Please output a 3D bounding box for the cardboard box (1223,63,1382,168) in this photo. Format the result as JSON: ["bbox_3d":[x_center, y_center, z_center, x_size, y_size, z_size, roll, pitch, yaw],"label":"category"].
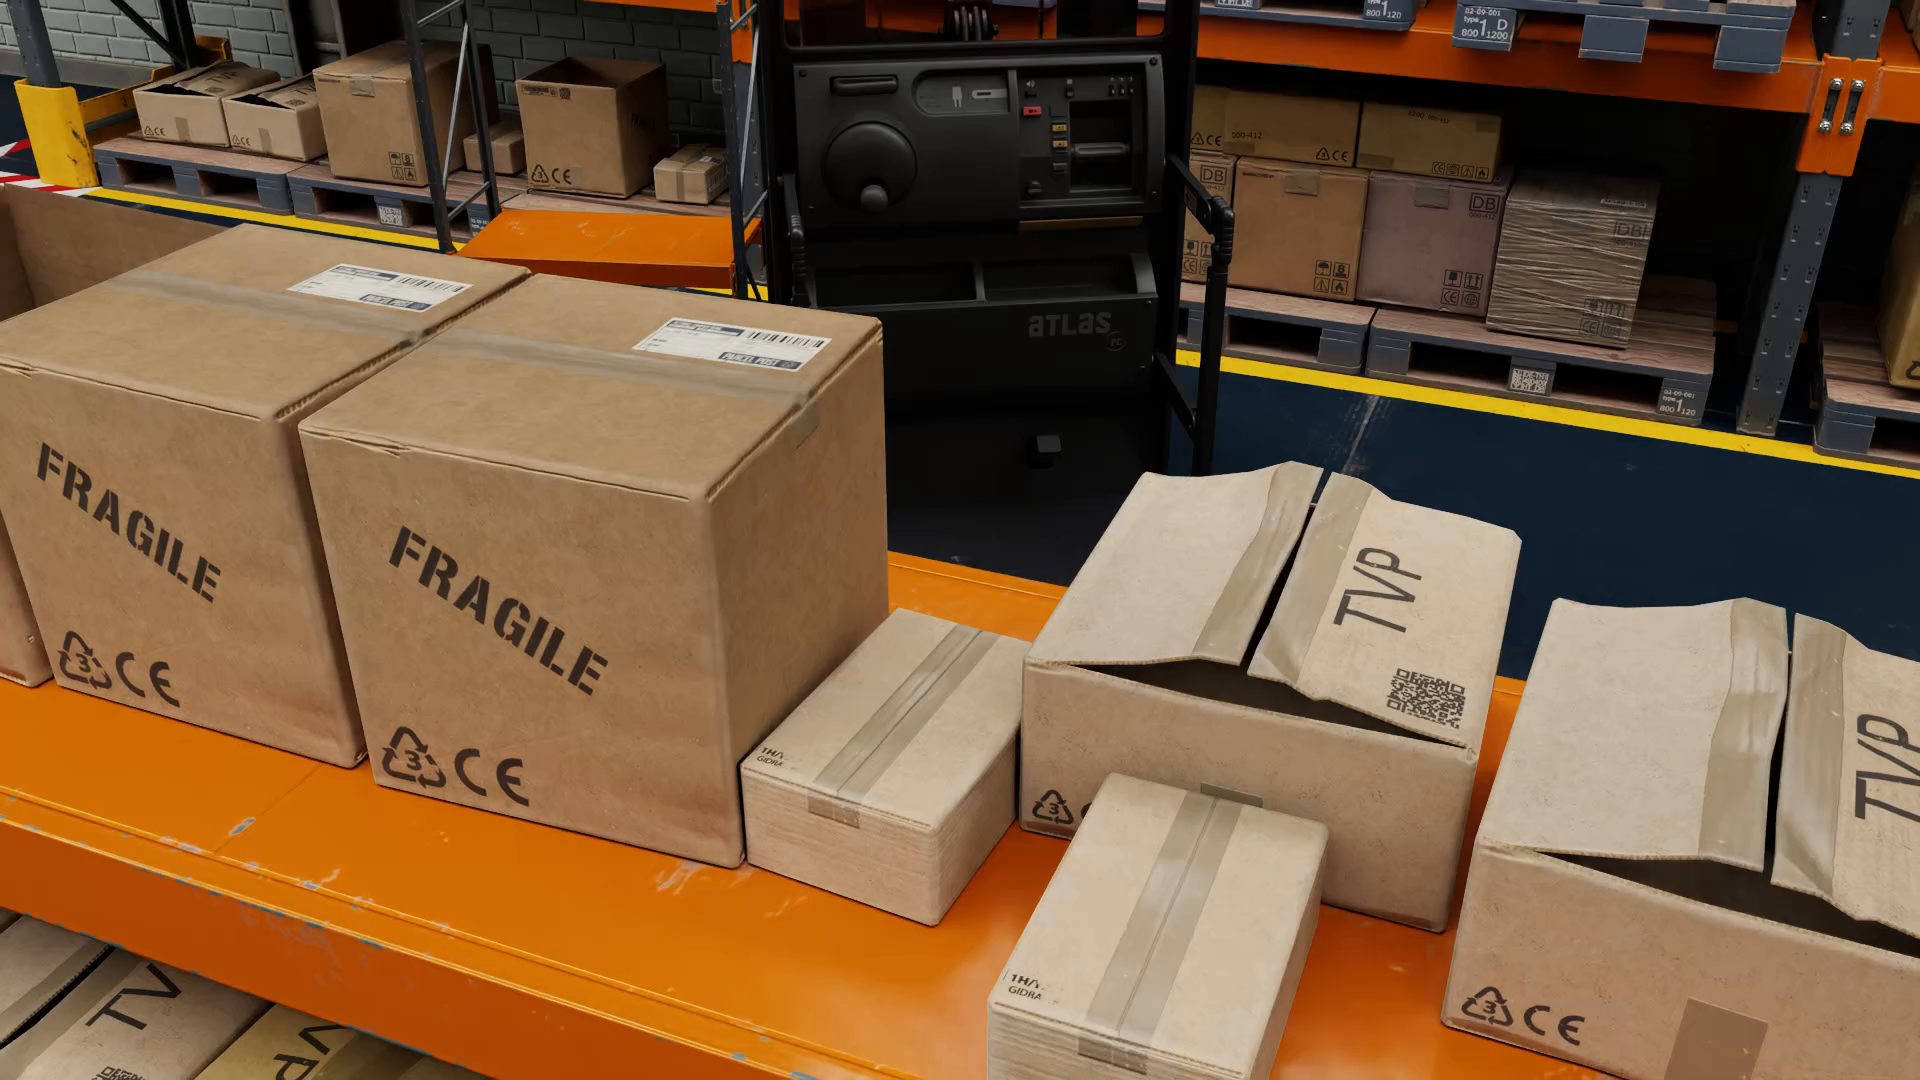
[{"bbox_3d":[1.337,-1.666,6.481,0.500,0.250,0.500,11,31,19],"label":"cardboard box"}]

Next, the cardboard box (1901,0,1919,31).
[{"bbox_3d":[3.405,-1.856,5.720,0.250,0.149,0.380,12,32,20],"label":"cardboard box"}]

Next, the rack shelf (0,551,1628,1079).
[{"bbox_3d":[-0.705,0.240,2.362,3.687,0.071,0.831,11,31,19],"label":"rack shelf"}]

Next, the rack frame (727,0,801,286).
[{"bbox_3d":[-0.700,-2.640,6.873,0.127,3.000,1.000,11,31,19],"label":"rack frame"}]

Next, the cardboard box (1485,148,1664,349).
[{"bbox_3d":[2.320,-1.113,6.264,0.500,0.500,0.700,12,32,20],"label":"cardboard box"}]

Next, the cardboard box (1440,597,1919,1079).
[{"bbox_3d":[0.827,0.311,1.742,0.500,0.311,0.500,13,32,22],"label":"cardboard box"}]

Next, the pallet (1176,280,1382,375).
[{"bbox_3d":[1.157,-1.058,6.907,1.213,0.211,1.003,11,31,19],"label":"pallet"}]

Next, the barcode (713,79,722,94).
[{"bbox_3d":[-1.110,-2.092,7.671,0.075,0.075,0.001,11,31,19],"label":"barcode"}]

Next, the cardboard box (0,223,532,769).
[{"bbox_3d":[-0.901,-0.085,2.250,0.500,0.500,0.500,11,31,19],"label":"cardboard box"}]

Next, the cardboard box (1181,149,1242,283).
[{"bbox_3d":[0.944,-1.429,6.824,0.500,0.500,0.700,12,32,20],"label":"cardboard box"}]

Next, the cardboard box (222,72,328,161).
[{"bbox_3d":[-3.271,-2.127,8.250,0.500,0.311,0.500,14,32,23],"label":"cardboard box"}]

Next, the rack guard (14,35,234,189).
[{"bbox_3d":[-4.336,-2.278,8.772,0.348,0.500,1.175,11,31,19],"label":"rack guard"}]

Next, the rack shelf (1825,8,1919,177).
[{"bbox_3d":[4.860,-1.217,5.086,4.000,0.370,1.077,11,31,19],"label":"rack shelf"}]

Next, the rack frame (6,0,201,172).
[{"bbox_3d":[-4.406,-3.380,8.182,0.127,3.000,1.000,11,31,19],"label":"rack frame"}]

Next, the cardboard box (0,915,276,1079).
[{"bbox_3d":[-1.327,0.770,2.638,0.500,0.311,0.500,10,31,17],"label":"cardboard box"}]

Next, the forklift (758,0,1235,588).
[{"bbox_3d":[0.085,-0.969,3.985,1.130,2.935,3.031,-4,30,-7],"label":"forklift"}]

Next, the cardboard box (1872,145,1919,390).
[{"bbox_3d":[3.639,-0.951,5.642,0.750,0.750,0.750,11,31,18],"label":"cardboard box"}]

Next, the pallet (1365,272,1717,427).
[{"bbox_3d":[2.283,-0.831,6.506,1.213,0.211,1.003,11,31,19],"label":"pallet"}]

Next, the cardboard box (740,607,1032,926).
[{"bbox_3d":[-0.055,0.258,2.000,0.250,0.149,0.380,14,32,23],"label":"cardboard box"}]

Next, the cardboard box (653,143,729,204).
[{"bbox_3d":[-1.207,-1.684,7.612,0.250,0.166,0.380,7,30,13],"label":"cardboard box"}]

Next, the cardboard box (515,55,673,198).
[{"bbox_3d":[-1.676,-1.917,7.687,0.500,0.500,0.500,9,31,15],"label":"cardboard box"}]

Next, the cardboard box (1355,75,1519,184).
[{"bbox_3d":[1.815,-1.573,6.316,0.500,0.250,0.500,12,32,20],"label":"cardboard box"}]

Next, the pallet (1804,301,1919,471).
[{"bbox_3d":[3.709,-0.506,5.931,1.213,0.211,1.003,11,31,19],"label":"pallet"}]

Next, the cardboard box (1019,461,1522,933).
[{"bbox_3d":[0.392,0.144,2.037,0.500,0.311,0.500,11,31,19],"label":"cardboard box"}]

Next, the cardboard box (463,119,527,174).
[{"bbox_3d":[-2.174,-1.896,8.005,0.250,0.149,0.380,9,31,15],"label":"cardboard box"}]

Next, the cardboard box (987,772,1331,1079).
[{"bbox_3d":[0.211,0.428,1.699,0.250,0.149,0.380,11,31,19],"label":"cardboard box"}]

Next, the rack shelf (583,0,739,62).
[{"bbox_3d":[-2.553,-2.697,7.704,4.000,0.370,1.077,11,31,19],"label":"rack shelf"}]

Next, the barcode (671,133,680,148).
[{"bbox_3d":[-1.375,-1.916,7.969,0.075,0.075,0.001,11,31,19],"label":"barcode"}]

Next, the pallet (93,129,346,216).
[{"bbox_3d":[-3.596,-1.986,8.549,1.213,0.211,1.003,11,31,19],"label":"pallet"}]

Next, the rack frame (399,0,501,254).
[{"bbox_3d":[-1.720,-1.174,5.802,0.032,1.500,0.500,3,30,6],"label":"rack frame"}]

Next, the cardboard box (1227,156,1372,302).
[{"bbox_3d":[1.415,-1.340,6.666,0.500,0.500,0.700,11,31,19],"label":"cardboard box"}]

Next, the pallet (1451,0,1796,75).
[{"bbox_3d":[2.306,-1.900,5.758,1.003,0.211,1.213,11,31,19],"label":"pallet"}]

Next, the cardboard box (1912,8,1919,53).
[{"bbox_3d":[3.225,-1.633,5.326,0.250,0.149,0.380,11,31,18],"label":"cardboard box"}]

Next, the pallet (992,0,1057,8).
[{"bbox_3d":[-0.046,-2.349,6.552,1.213,0.211,1.003,11,31,19],"label":"pallet"}]

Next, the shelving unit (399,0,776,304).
[{"bbox_3d":[-1.205,-1.146,5.753,1.083,1.500,0.587,3,30,6],"label":"shelving unit"}]

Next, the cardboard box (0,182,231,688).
[{"bbox_3d":[-1.365,-0.177,2.414,0.500,0.500,0.500,14,32,23],"label":"cardboard box"}]

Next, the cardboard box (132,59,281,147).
[{"bbox_3d":[-3.799,-2.232,8.436,0.500,0.311,0.500,8,30,13],"label":"cardboard box"}]

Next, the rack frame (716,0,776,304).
[{"bbox_3d":[-0.709,-1.118,5.704,0.032,1.500,0.500,3,30,6],"label":"rack frame"}]

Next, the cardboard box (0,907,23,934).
[{"bbox_3d":[-1.808,0.674,2.806,0.500,0.311,0.500,11,31,19],"label":"cardboard box"}]

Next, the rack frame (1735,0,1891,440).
[{"bbox_3d":[3.007,-1.900,5.563,0.127,3.000,1.000,11,31,19],"label":"rack frame"}]

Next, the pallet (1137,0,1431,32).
[{"bbox_3d":[1.157,-2.164,6.225,1.213,0.211,1.003,11,31,19],"label":"pallet"}]

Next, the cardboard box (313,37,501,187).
[{"bbox_3d":[-2.610,-2.050,7.923,0.500,0.500,0.700,9,31,16],"label":"cardboard box"}]

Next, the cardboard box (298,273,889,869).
[{"bbox_3d":[-0.413,0.013,2.077,0.500,0.500,0.500,10,31,16],"label":"cardboard box"}]

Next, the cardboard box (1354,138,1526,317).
[{"bbox_3d":[1.886,-1.261,6.526,0.500,0.500,0.700,11,31,19],"label":"cardboard box"}]

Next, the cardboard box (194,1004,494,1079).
[{"bbox_3d":[-0.844,0.863,2.472,0.500,0.311,0.500,12,32,20],"label":"cardboard box"}]

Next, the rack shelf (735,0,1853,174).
[{"bbox_3d":[1.154,-1.957,6.395,4.000,0.370,1.077,11,31,19],"label":"rack shelf"}]

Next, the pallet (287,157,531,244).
[{"bbox_3d":[-2.470,-1.759,8.148,1.213,0.211,1.003,11,31,19],"label":"pallet"}]

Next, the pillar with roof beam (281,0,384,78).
[{"bbox_3d":[-5.051,-4.294,3.702,0.400,9.000,9.100,11,31,19],"label":"pillar with roof beam"}]

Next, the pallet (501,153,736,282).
[{"bbox_3d":[-1.335,-1.534,7.750,1.213,0.211,1.003,11,31,19],"label":"pallet"}]

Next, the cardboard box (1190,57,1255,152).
[{"bbox_3d":[0.881,-1.767,6.659,0.500,0.250,0.500,10,31,18],"label":"cardboard box"}]

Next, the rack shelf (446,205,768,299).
[{"bbox_3d":[-1.214,-0.989,5.842,1.000,0.185,0.538,3,30,6],"label":"rack shelf"}]
